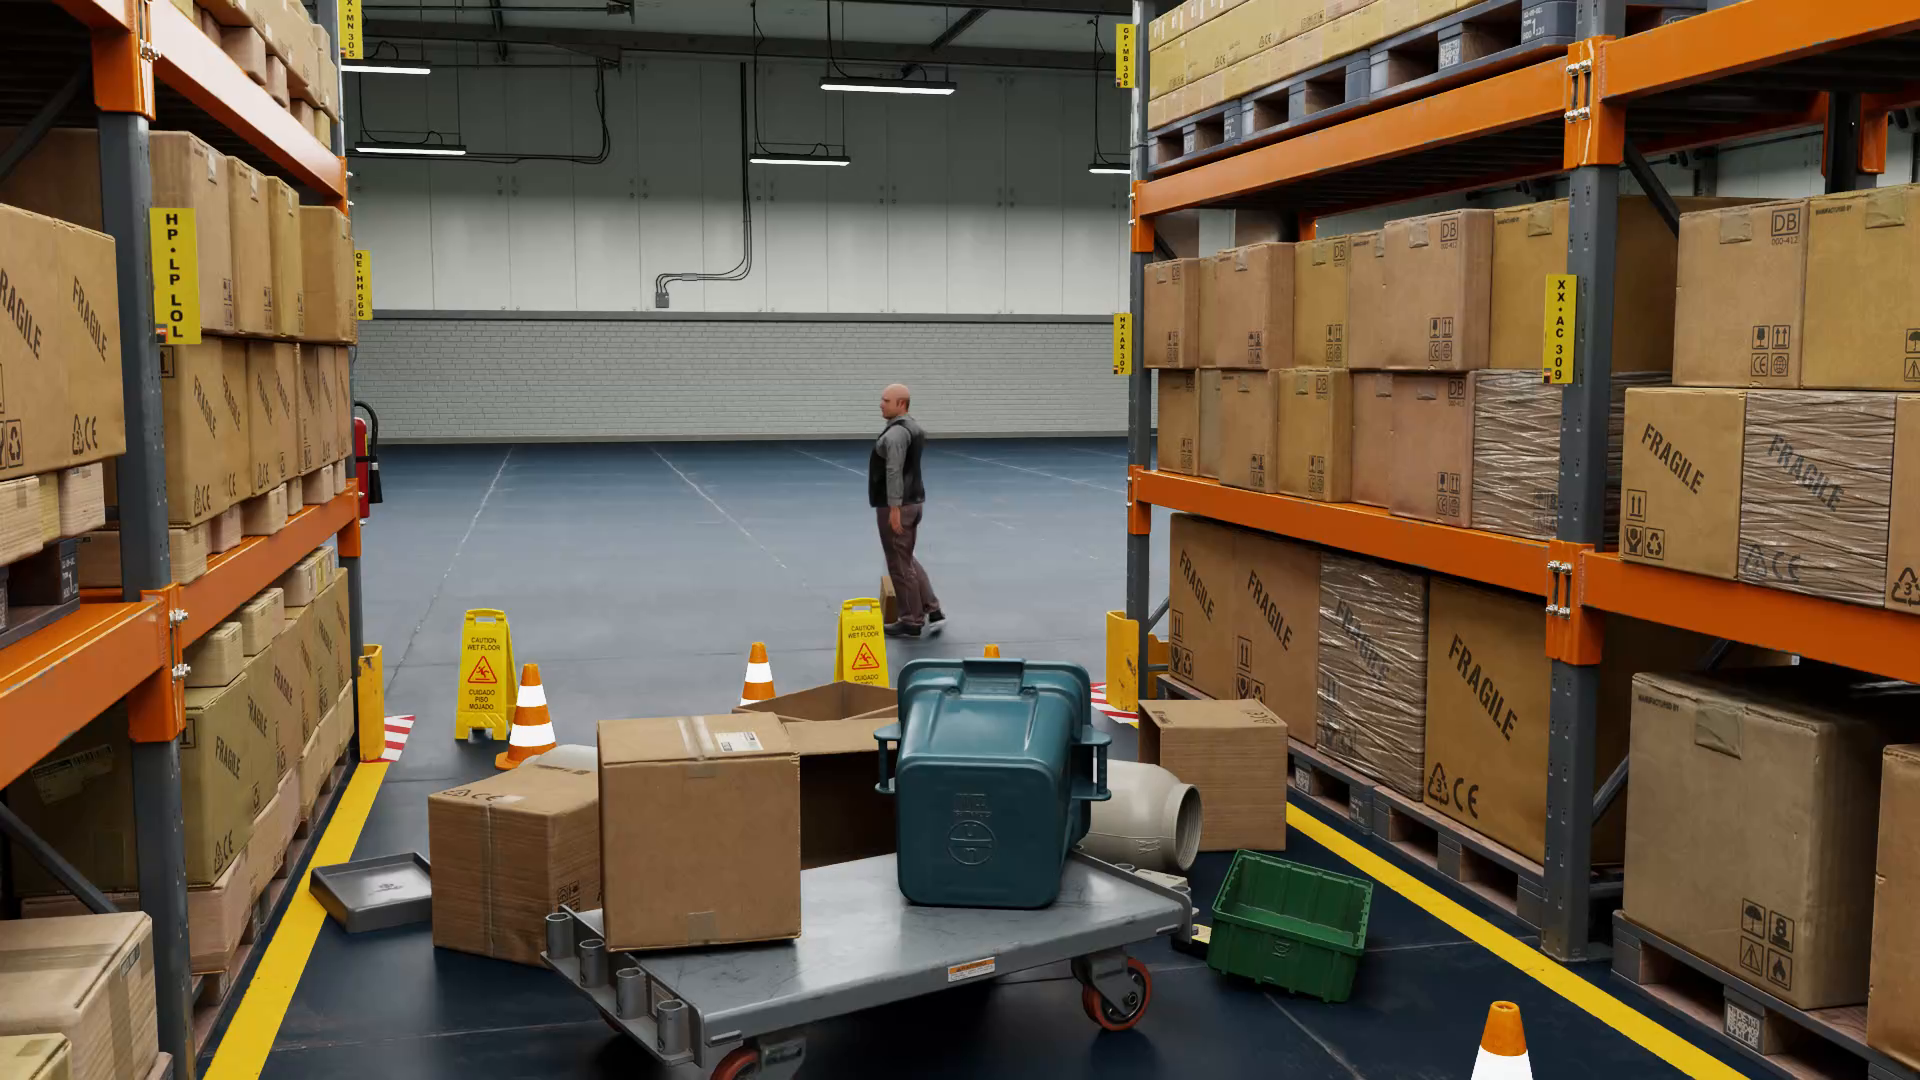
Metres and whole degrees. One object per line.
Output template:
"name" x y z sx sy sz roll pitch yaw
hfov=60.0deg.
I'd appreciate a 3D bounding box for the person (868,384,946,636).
"person" -0.365 -0.212 11.398 0.450 1.715 0.696 2 6 16
